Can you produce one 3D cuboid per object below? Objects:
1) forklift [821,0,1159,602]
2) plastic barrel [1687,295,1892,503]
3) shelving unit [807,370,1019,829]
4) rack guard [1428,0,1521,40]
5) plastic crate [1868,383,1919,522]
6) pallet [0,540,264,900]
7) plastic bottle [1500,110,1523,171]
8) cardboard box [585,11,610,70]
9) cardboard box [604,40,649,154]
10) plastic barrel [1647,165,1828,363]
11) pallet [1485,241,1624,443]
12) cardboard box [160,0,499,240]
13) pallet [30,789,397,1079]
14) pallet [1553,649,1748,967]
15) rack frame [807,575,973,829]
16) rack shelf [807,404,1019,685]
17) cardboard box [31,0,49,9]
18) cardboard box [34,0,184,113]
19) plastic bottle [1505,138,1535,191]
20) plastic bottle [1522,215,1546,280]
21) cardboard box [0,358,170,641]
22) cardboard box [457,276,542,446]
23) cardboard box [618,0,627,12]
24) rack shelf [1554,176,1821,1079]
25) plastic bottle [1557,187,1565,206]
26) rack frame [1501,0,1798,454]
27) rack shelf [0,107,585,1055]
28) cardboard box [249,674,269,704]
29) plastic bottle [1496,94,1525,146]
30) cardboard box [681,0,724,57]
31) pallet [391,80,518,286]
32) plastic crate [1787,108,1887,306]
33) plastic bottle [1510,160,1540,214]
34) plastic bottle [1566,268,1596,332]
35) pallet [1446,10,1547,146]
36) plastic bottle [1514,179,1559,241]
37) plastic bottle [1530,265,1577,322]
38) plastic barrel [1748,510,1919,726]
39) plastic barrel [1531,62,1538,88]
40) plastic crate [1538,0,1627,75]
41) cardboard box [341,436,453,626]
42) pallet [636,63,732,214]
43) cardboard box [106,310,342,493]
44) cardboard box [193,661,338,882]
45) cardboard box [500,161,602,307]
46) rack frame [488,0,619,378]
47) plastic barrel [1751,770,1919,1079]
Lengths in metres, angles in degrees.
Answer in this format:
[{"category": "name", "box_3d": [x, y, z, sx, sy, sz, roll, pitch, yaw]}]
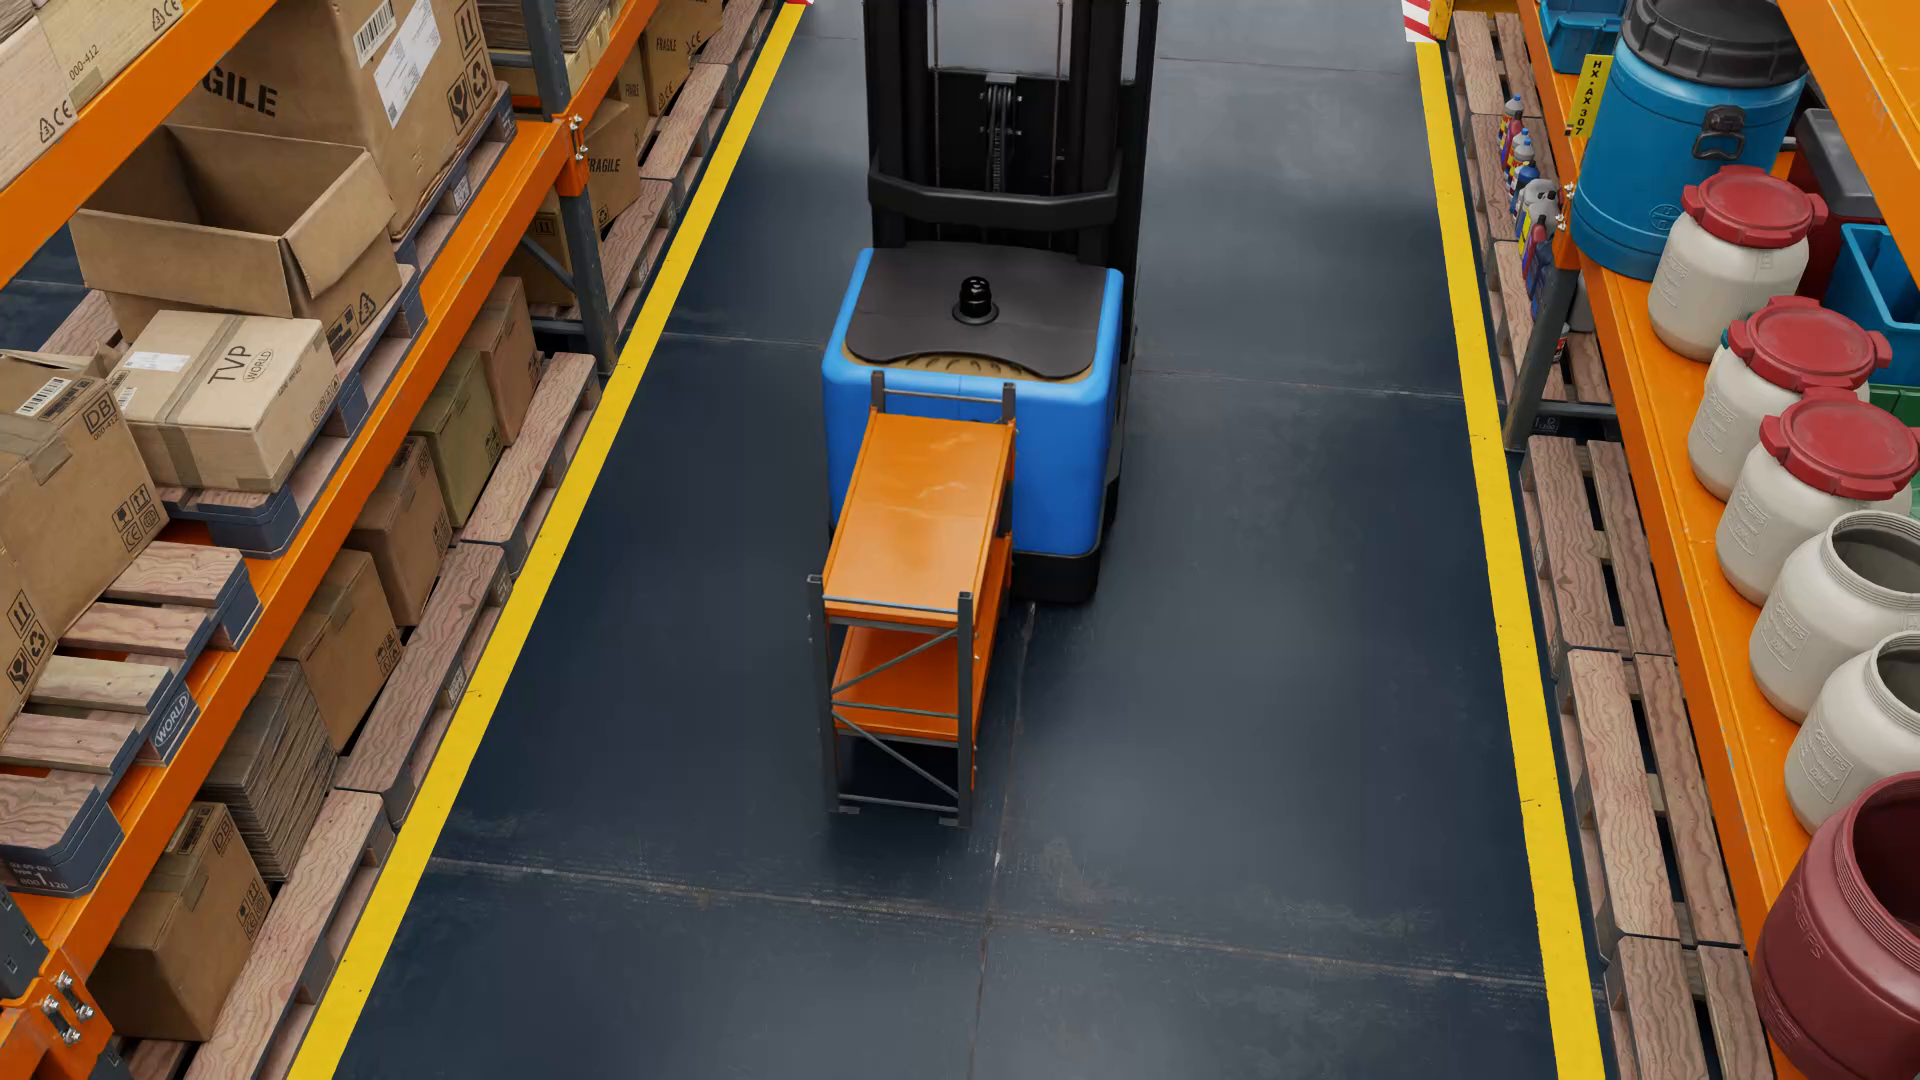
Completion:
[{"category": "forklift", "box_3d": [0.222, -1.844, 6.566, 1.130, 2.935, 3.031, 6, 44, 6]}, {"category": "plastic barrel", "box_3d": [2.401, -0.379, 4.870, 0.433, 0.535, 0.433, 0, 43, 0]}, {"category": "shelving unit", "box_3d": [-0.134, 0.202, 5.718, 0.538, 1.125, 1.048, 6, 44, 6]}, {"category": "rack guard", "box_3d": [3.408, -3.224, 9.792, 1.175, 0.500, 0.348, 5, 44, 6]}, {"category": "plastic crate", "box_3d": [2.892, -0.173, 4.905, 0.450, 0.188, 0.662, 5, 44, 6]}, {"category": "pallet", "box_3d": [-2.608, 0.388, 4.298, 1.213, 0.211, 1.003, 5, 44, 6]}, {"category": "plastic bottle", "box_3d": [2.774, -2.002, 8.338, 0.061, 0.283, 0.133, 6, 44, 6]}, {"category": "cardboard box", "box_3d": [-1.695, -2.110, 6.979, 0.380, 0.149, 0.250, 5, 44, 6]}, {"category": "cardboard box", "box_3d": [-1.902, -2.247, 8.455, 0.500, 0.500, 0.500, 2, 43, 2]}, {"category": "plastic barrel", "box_3d": [2.498, -0.879, 5.398, 0.433, 0.535, 0.433, 0, 43, 0]}, {"category": "pallet", "box_3d": [2.972, -0.904, 7.551, 1.003, 0.211, 1.213, 5, 44, 6]}, {"category": "cardboard box", "box_3d": [-2.311, -1.754, 5.679, 1.000, 1.000, 1.000, 6, 44, 6]}, {"category": "pallet", "box_3d": [-2.491, 1.294, 5.230, 1.003, 0.211, 1.213, 5, 44, 6]}, {"category": "pallet", "box_3d": [2.618, 0.923, 5.622, 1.003, 0.211, 1.213, 5, 44, 6]}, {"category": "rack frame", "box_3d": [-0.210, 0.548, 5.353, 0.500, 1.125, 0.032, 6, 44, 6]}, {"category": "rack shelf", "box_3d": [-0.134, -0.010, 5.517, 0.538, 0.278, 1.000, 6, 44, 6]}, {"category": "cardboard box", "box_3d": [-2.149, -1.479, 3.512, 0.500, 0.500, 0.500, 4, 44, 4]}, {"category": "cardboard box", "box_3d": [-2.155, -1.219, 3.783, 0.500, 0.250, 0.500, 6, 44, 6]}, {"category": "plastic bottle", "box_3d": [2.764, -1.848, 8.185, 0.097, 0.271, 0.097, 0, 43, 0]}, {"category": "plastic bottle", "box_3d": [2.647, -1.346, 7.646, 0.061, 0.283, 0.133, 8, 44, 8]}, {"category": "cardboard box", "box_3d": [-2.590, -0.136, 4.334, 0.700, 0.500, 0.500, 11, 45, 12]}, {"category": "cardboard box", "box_3d": [-2.170, -0.748, 6.856, 0.700, 0.500, 0.500, 2, 43, 2]}, {"category": "cardboard box", "box_3d": [-1.666, -2.454, 7.342, 0.380, 0.149, 0.250, 5, 44, 6]}, {"category": "rack shelf", "box_3d": [2.578, 0.162, 4.920, 1.077, 0.370, 4.000, 5, 44, 6]}, {"category": "plastic bottle", "box_3d": [2.841, -1.553, 7.864, 0.061, 0.283, 0.133, 5, 44, 6]}, {"category": "rack frame", "box_3d": [2.842, -1.462, 6.113, 1.000, 3.000, 0.127, 5, 44, 6]}, {"category": "rack shelf", "box_3d": [-2.332, -0.288, 5.396, 1.077, 0.370, 4.000, 5, 44, 6]}, {"category": "cardboard box", "box_3d": [-2.477, 0.468, 5.027, 0.500, 0.250, 0.500, 10, 44, 10]}, {"category": "plastic bottle", "box_3d": [2.822, -2.150, 8.503, 0.097, 0.271, 0.097, 0, 43, 0]}, {"category": "cardboard box", "box_3d": [-1.683, -3.049, 9.301, 0.500, 0.500, 0.500, 16, 46, 16]}, {"category": "pallet", "box_3d": [-2.313, -1.335, 6.118, 1.003, 0.211, 1.213, 5, 44, 6]}, {"category": "plastic crate", "box_3d": [3.081, -1.128, 5.713, 0.402, 0.464, 0.583, 5, 44, 6]}, {"category": "plastic bottle", "box_3d": [2.737, -1.710, 8.039, 0.097, 0.271, 0.097, 0, 43, 0]}, {"category": "plastic bottle", "box_3d": [2.784, -1.112, 7.349, 0.144, 0.351, 0.185, 5, 44, 6]}, {"category": "pallet", "box_3d": [3.295, -2.566, 9.307, 1.003, 0.211, 1.213, 5, 44, 6]}, {"category": "plastic bottle", "box_3d": [2.735, -1.559, 7.876, 0.152, 0.276, 0.135, 6, 44, 6]}, {"category": "plastic bottle", "box_3d": [2.642, -1.125, 7.363, 0.144, 0.351, 0.185, 4, 44, 4]}, {"category": "plastic barrel", "box_3d": [2.293, 0.216, 4.259, 0.421, 0.512, 0.421, 0, 43, 0]}, {"category": "plastic barrel", "box_3d": [3.293, -2.640, 8.861, 0.421, 0.512, 0.421, 0, 43, 0]}, {"category": "plastic crate", "box_3d": [2.719, -2.187, 6.986, 0.499, 0.251, 0.616, 5, 44, 6]}, {"category": "cardboard box", "box_3d": [-2.325, -0.043, 6.112, 0.700, 0.500, 0.500, 2, 43, 2]}, {"category": "pallet", "box_3d": [-1.855, -2.195, 8.914, 1.003, 0.211, 1.213, 5, 44, 6]}, {"category": "cardboard box", "box_3d": [-2.147, -0.406, 4.800, 0.500, 0.250, 0.500, 4, 44, 4]}, {"category": "cardboard box", "box_3d": [-2.467, 0.724, 5.302, 0.700, 0.500, 0.500, 2, 43, 2]}, {"category": "cardboard box", "box_3d": [-1.975, -1.426, 7.587, 0.500, 0.500, 0.500, 4, 44, 4]}, {"category": "rack frame", "box_3d": [-2.067, -1.912, 6.588, 1.000, 3.000, 0.127, 5, 44, 6]}, {"category": "plastic barrel", "box_3d": [2.074, 0.871, 3.550, 0.600, 0.536, 0.708, 5, 44, 6]}]
